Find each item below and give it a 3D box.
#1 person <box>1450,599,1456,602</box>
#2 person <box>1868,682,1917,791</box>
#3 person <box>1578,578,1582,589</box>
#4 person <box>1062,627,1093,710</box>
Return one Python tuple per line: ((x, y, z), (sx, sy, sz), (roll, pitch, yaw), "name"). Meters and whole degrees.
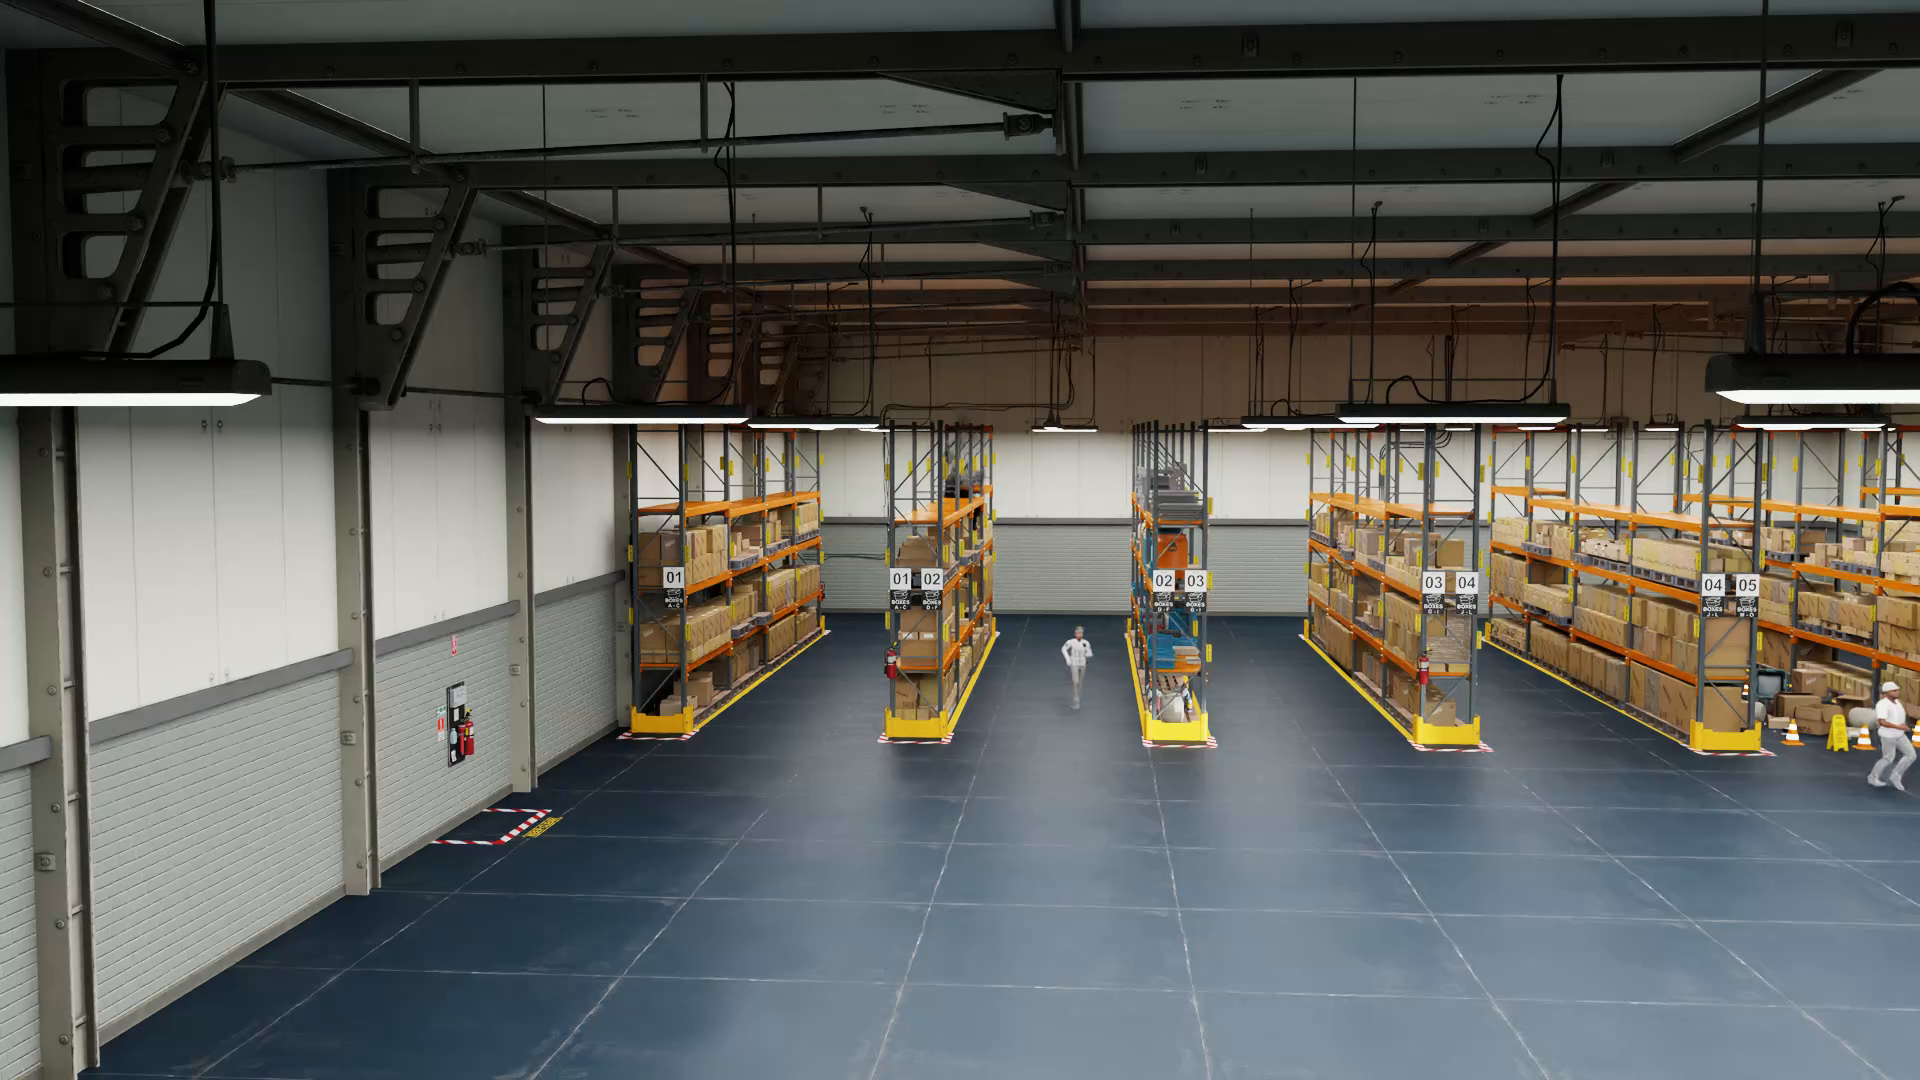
((13.370, 2.126, 45.163), (0.615, 1.521, 0.682), (0, 4, 8), "person")
((15.047, 3.164, 26.817), (0.709, 1.766, 0.700), (-2, 4, -32), "person")
((17.635, 1.925, 47.354), (0.944, 1.708, 0.530), (0, 4, -1), "person")
((2.476, 2.676, 34.874), (0.595, 1.755, 0.769), (-1, 4, -13), "person")
